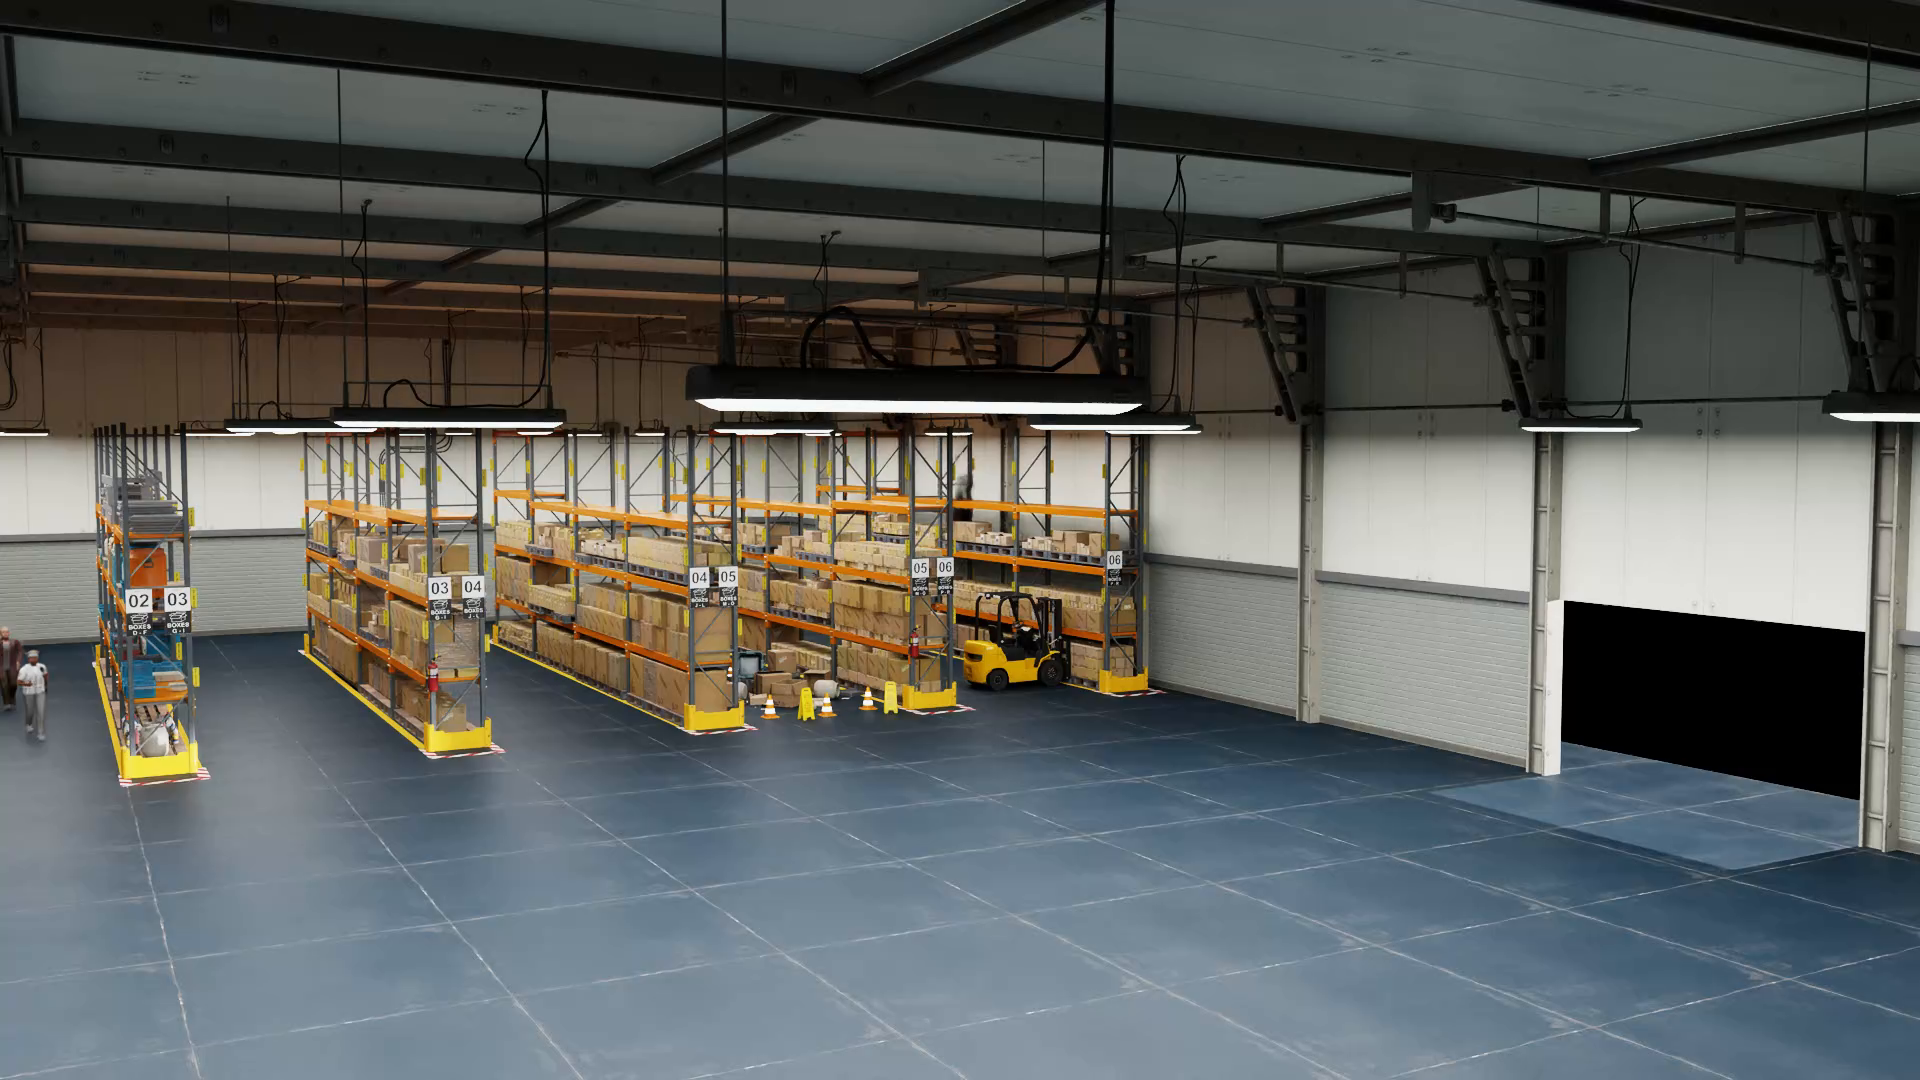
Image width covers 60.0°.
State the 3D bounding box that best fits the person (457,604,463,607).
[{"bbox_3d":[-14.052,2.095,47.206,0.741,1.602,0.789,2,4,26],"label":"person"}]

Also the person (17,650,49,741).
[{"bbox_3d":[-17.657,2.945,31.717,0.579,1.687,0.923,-3,4,-39],"label":"person"}]

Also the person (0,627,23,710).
[{"bbox_3d":[-20.259,2.718,35.278,0.718,1.743,0.637,-2,4,-36],"label":"person"}]
